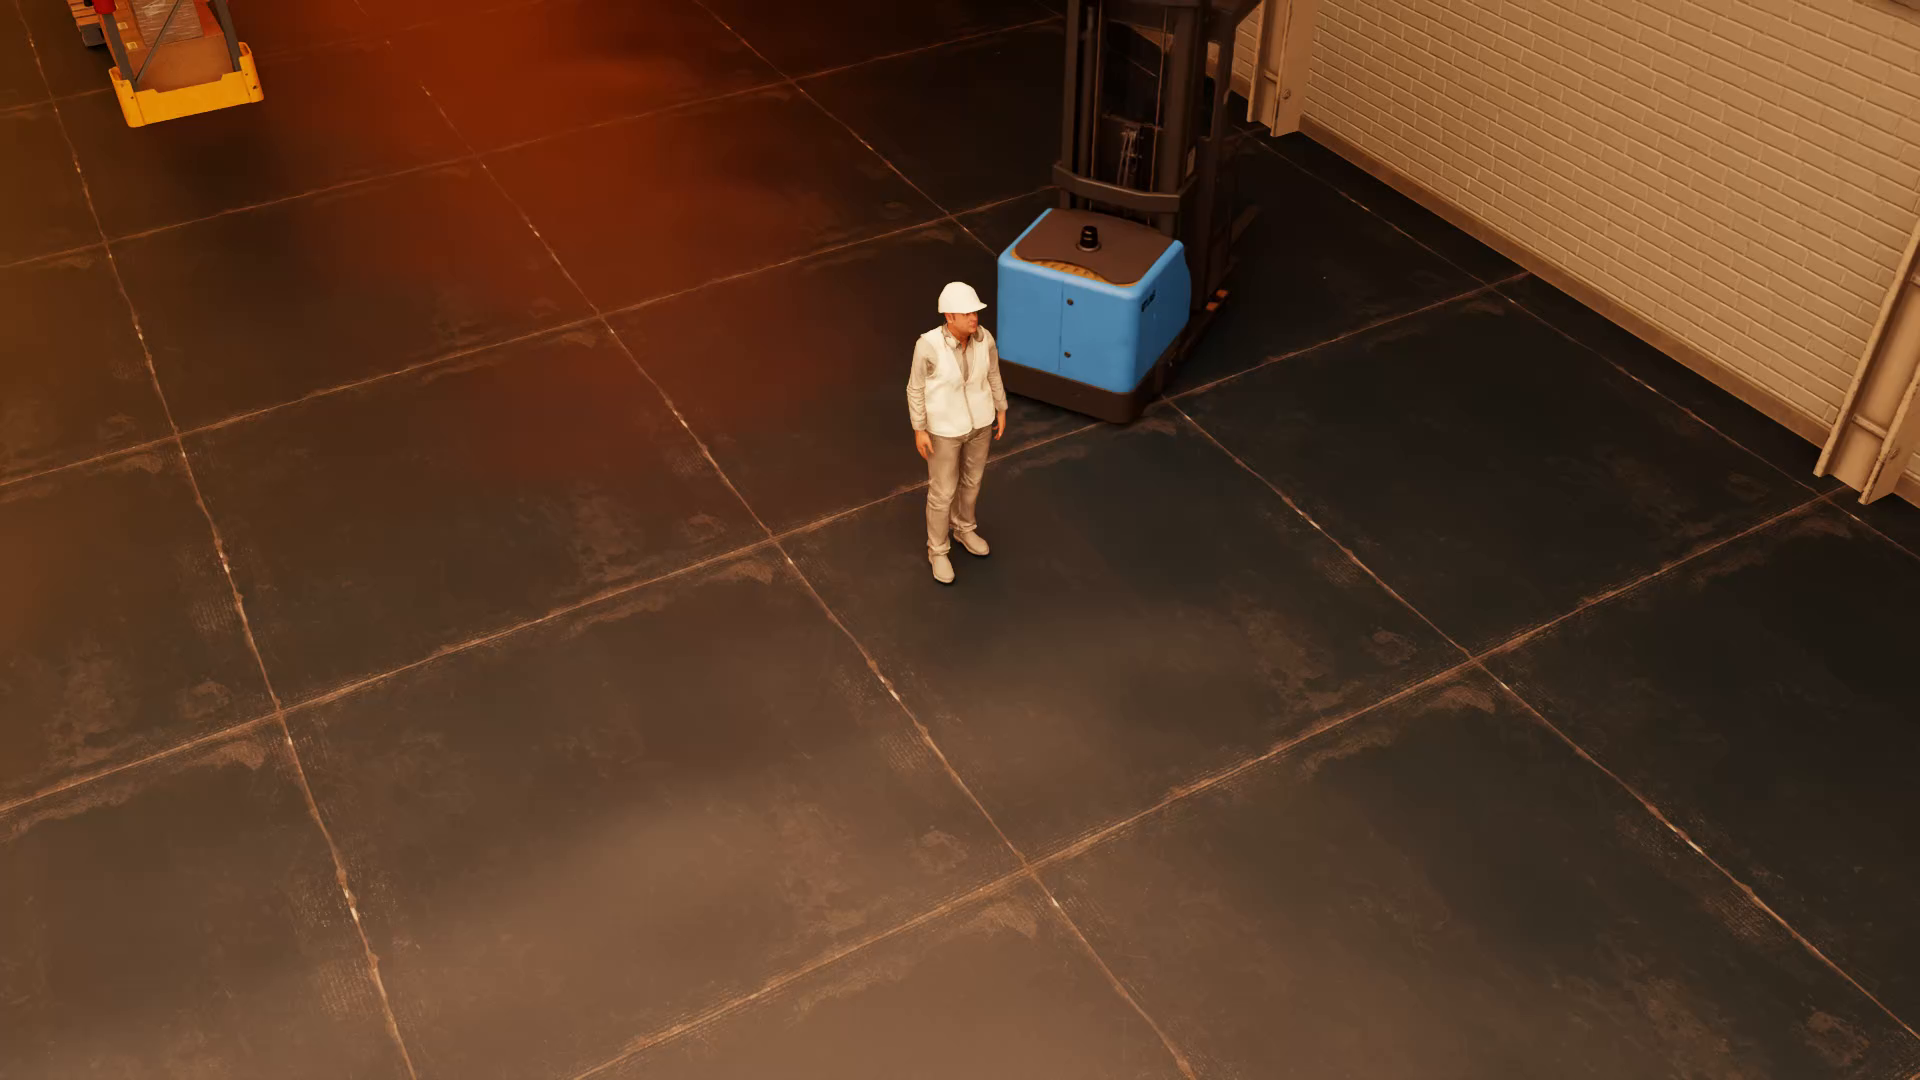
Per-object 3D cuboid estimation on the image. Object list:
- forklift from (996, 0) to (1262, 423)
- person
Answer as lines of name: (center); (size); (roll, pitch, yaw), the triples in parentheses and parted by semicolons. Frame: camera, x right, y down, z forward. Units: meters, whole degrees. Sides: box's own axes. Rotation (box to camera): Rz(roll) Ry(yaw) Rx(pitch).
forklift: (1.371, -2.841, 11.461); (1.130, 2.935, 3.031); (19, 43, 21)
person: (0.024, -0.650, 9.718); (0.631, 1.768, 0.568); (-20, 44, -23)
